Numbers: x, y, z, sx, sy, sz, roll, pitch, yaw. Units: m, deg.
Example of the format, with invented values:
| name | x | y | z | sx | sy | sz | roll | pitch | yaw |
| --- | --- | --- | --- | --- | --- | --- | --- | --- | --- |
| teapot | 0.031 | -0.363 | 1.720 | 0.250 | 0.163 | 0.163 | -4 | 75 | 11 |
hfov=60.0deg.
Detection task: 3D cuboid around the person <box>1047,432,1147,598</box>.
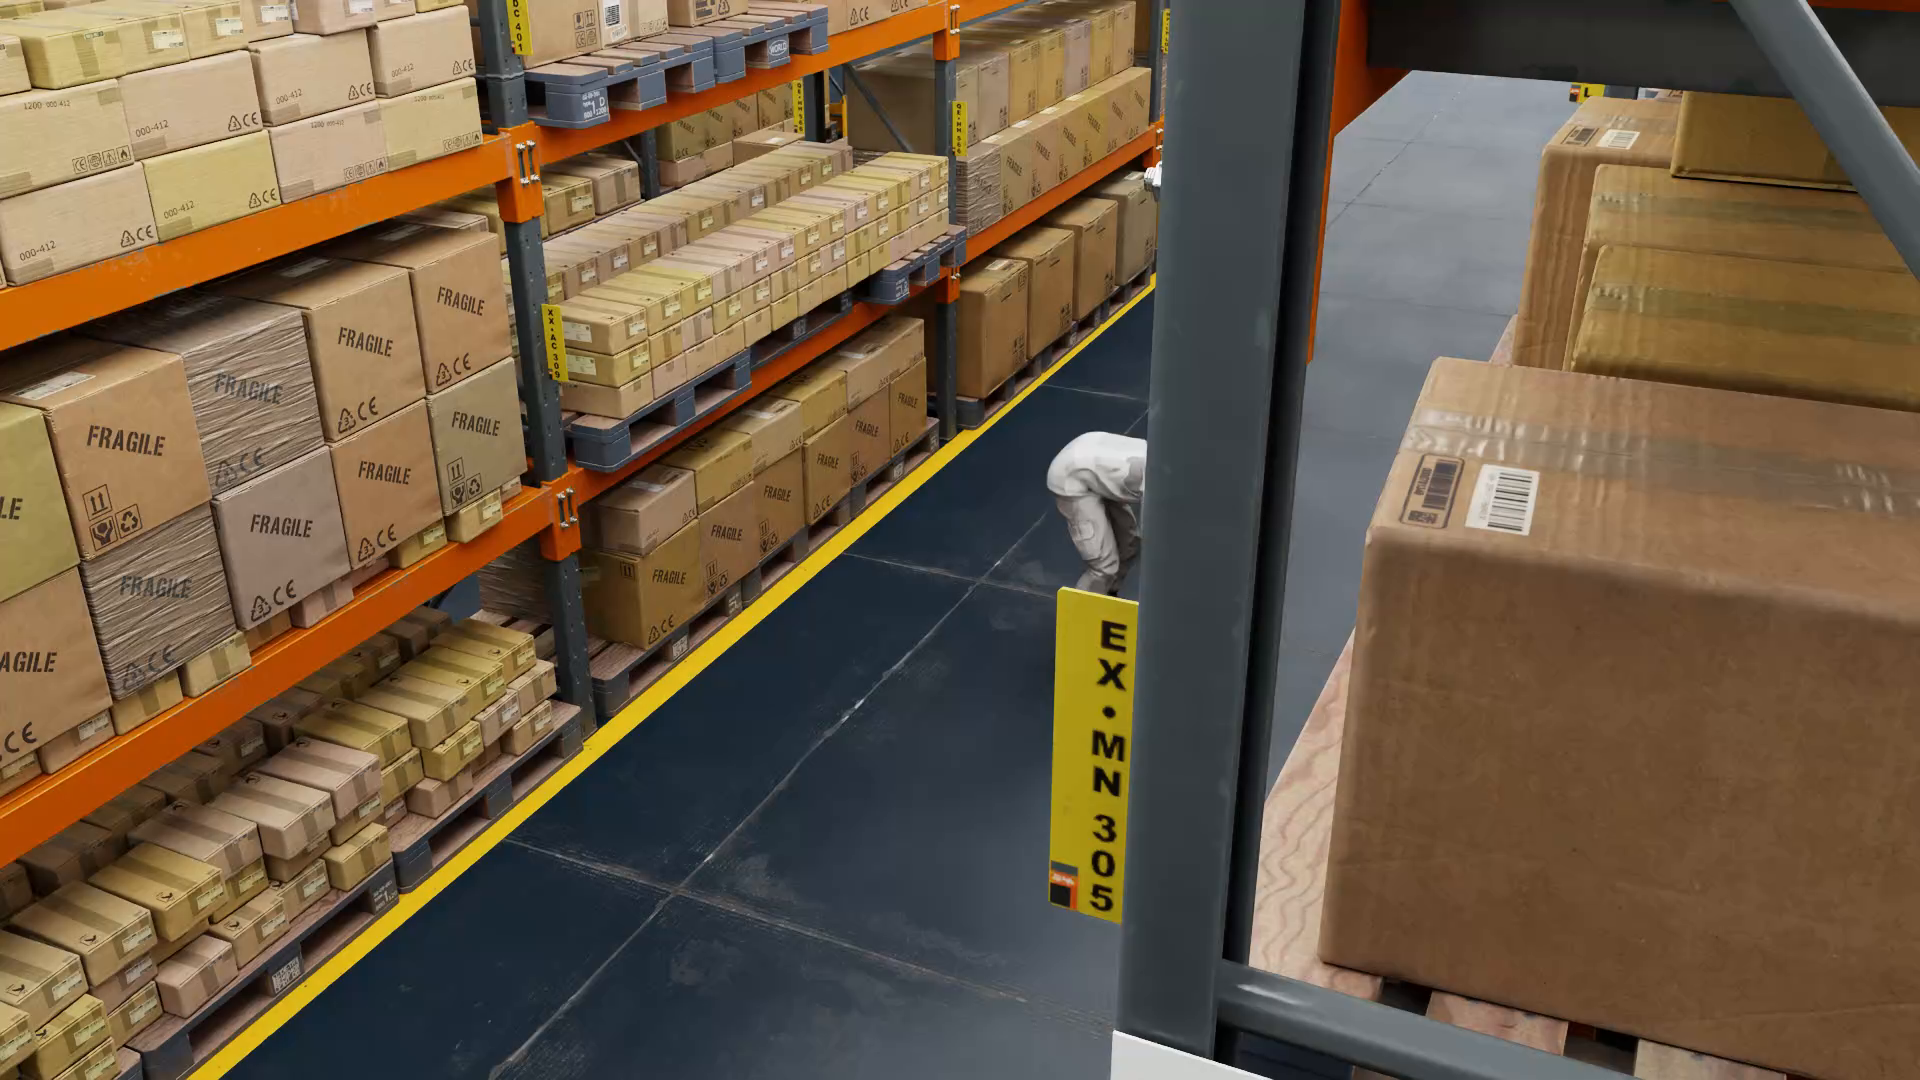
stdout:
| name | x | y | z | sx | sy | sz | roll | pitch | yaw |
| --- | --- | --- | --- | --- | --- | --- | --- | --- | --- |
| person | 0.902 | 0.036 | 8.259 | 0.962 | 1.130 | 0.490 | 10 | 28 | 20 |
